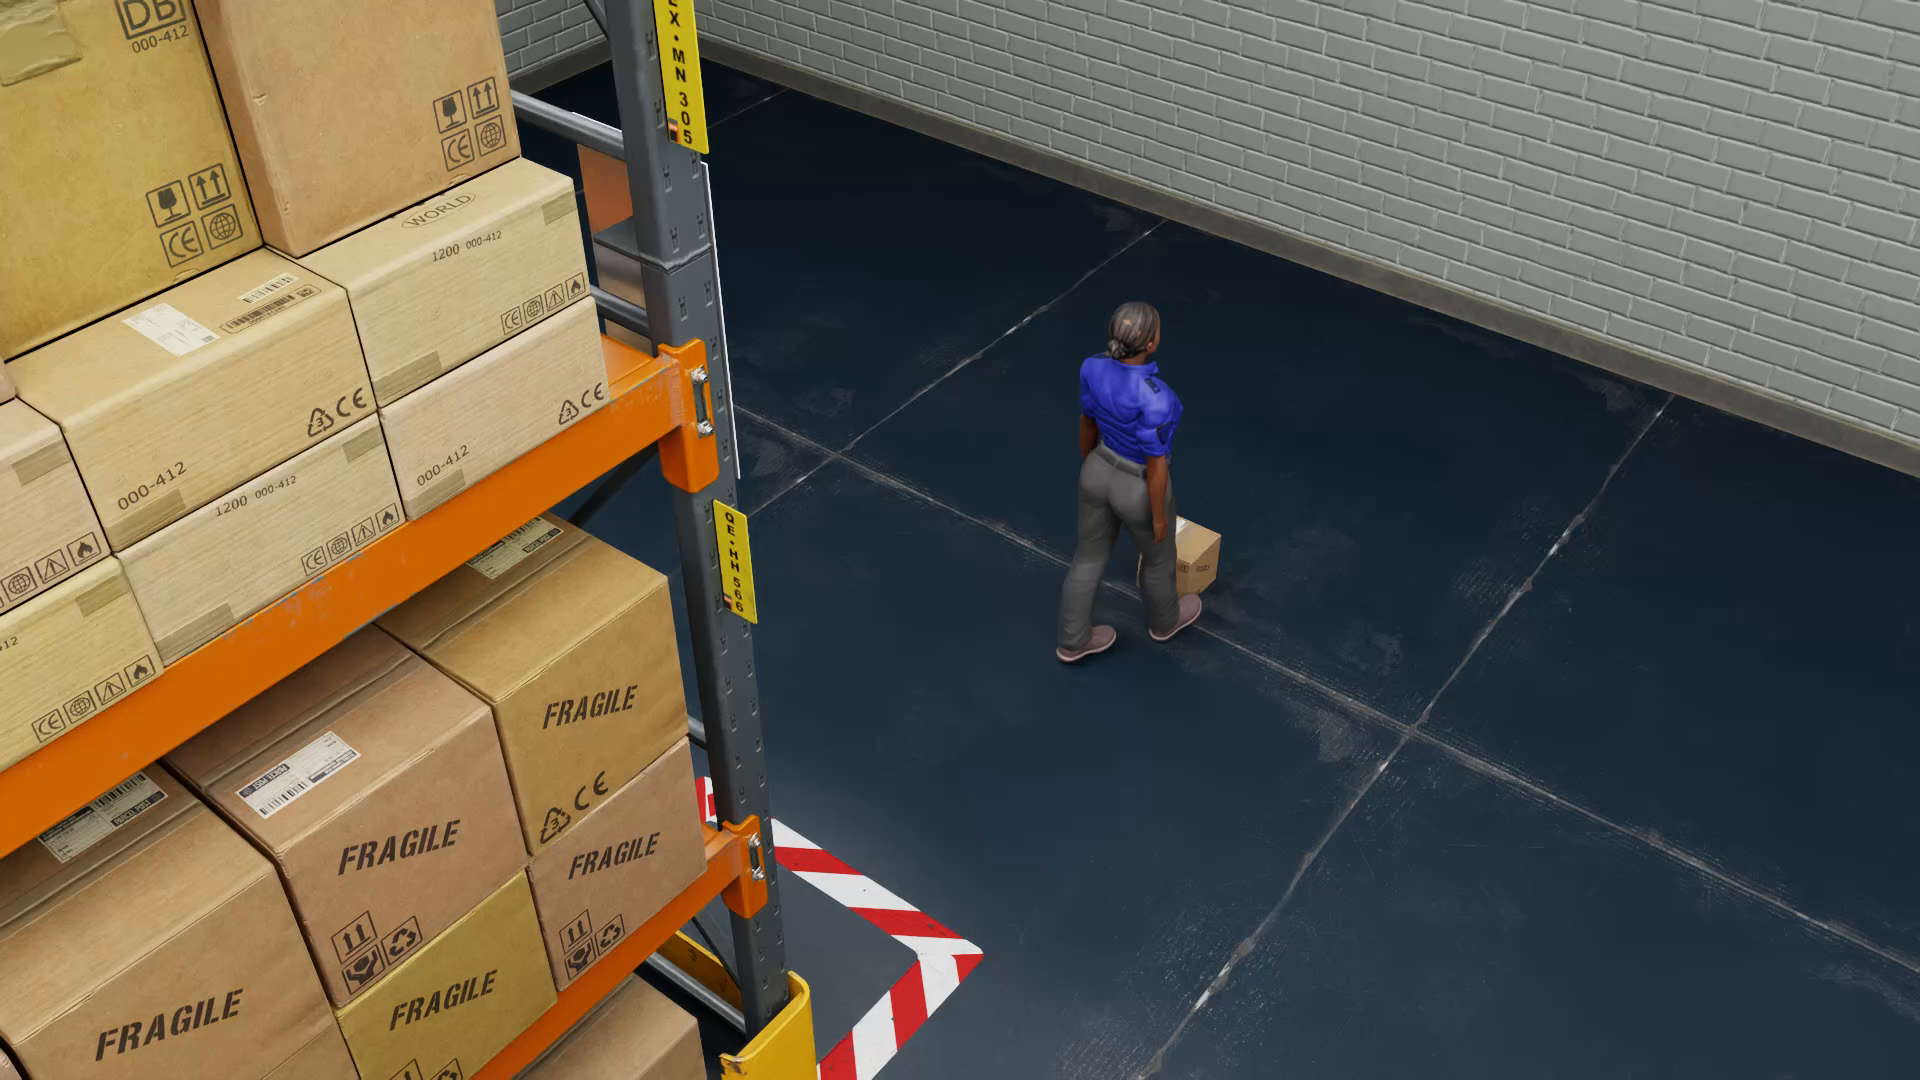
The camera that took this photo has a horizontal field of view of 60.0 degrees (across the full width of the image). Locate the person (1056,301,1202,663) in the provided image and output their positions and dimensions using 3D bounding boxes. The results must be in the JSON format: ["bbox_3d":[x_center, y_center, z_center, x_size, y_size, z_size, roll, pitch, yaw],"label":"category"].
[{"bbox_3d":[0.697,-0.244,6.451,0.450,1.646,0.672,31,48,33],"label":"person"}]
